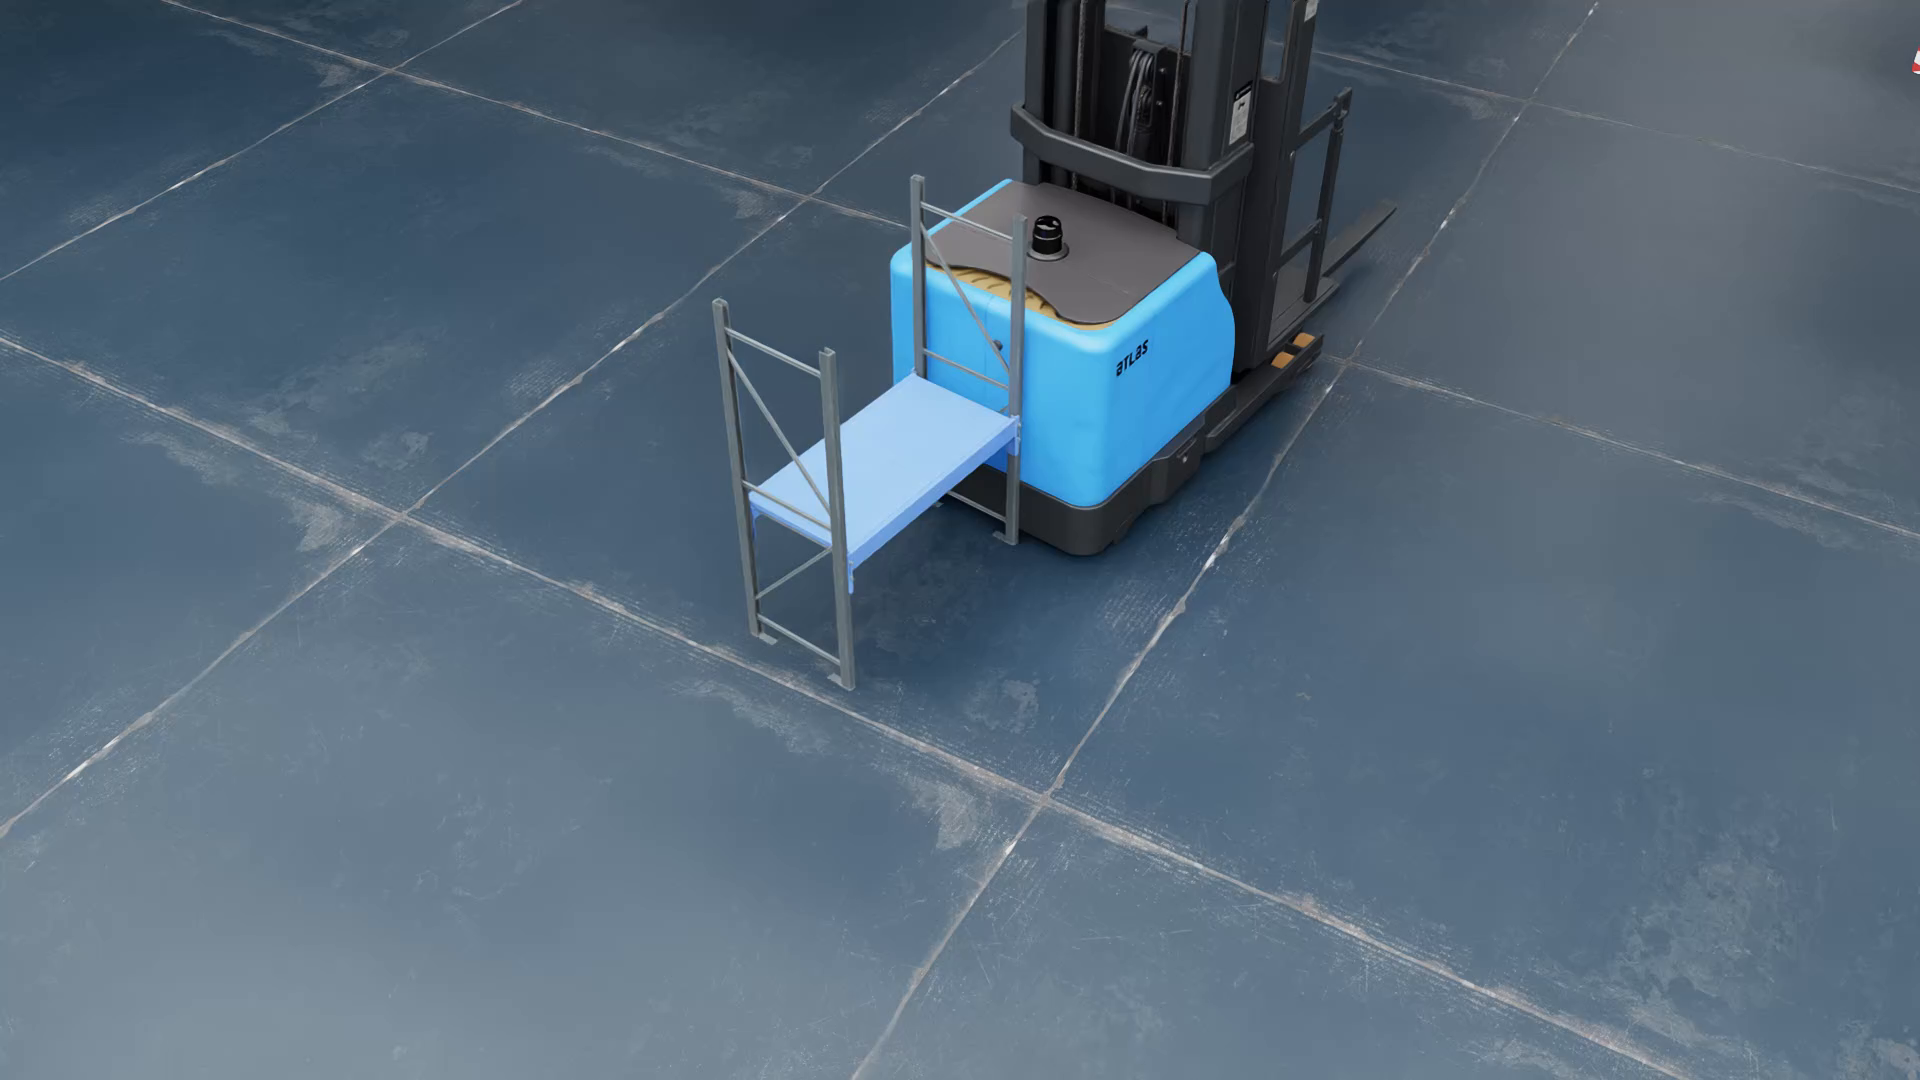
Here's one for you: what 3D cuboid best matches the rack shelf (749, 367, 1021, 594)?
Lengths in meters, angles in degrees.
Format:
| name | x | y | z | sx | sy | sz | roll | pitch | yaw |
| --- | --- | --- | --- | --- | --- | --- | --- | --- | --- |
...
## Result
| name | x | y | z | sx | sy | sz | roll | pitch | yaw |
| --- | --- | --- | --- | --- | --- | --- | --- | --- | --- |
| rack shelf | -0.282 | -0.243 | 6.163 | 0.538 | 0.185 | 1.000 | 27 | 48 | 27 |

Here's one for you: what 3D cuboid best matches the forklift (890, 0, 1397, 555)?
| name | x | y | z | sx | sy | sz | roll | pitch | yaw |
| --- | --- | --- | --- | --- | --- | --- | --- | --- | --- |
| forklift | 1.008 | -1.961 | 6.759 | 1.130 | 2.935 | 3.031 | 27 | 48 | 27 |

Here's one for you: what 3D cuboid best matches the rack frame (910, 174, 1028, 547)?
| name | x | y | z | sx | sy | sz | roll | pitch | yaw |
| --- | --- | --- | --- | --- | --- | --- | --- | --- | --- |
| rack frame | 0.028 | -0.644 | 6.347 | 0.500 | 1.500 | 0.032 | 27 | 48 | 27 |

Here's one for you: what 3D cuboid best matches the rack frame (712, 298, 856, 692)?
| name | x | y | z | sx | sy | sz | roll | pitch | yaw |
| --- | --- | --- | --- | --- | --- | --- | --- | --- | --- |
| rack frame | -0.592 | -0.112 | 5.742 | 0.500 | 1.500 | 0.032 | 27 | 48 | 27 |

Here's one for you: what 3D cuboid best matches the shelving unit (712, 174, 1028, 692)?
| name | x | y | z | sx | sy | sz | roll | pitch | yaw |
| --- | --- | --- | --- | --- | --- | --- | --- | --- | --- |
| shelving unit | -0.282 | -0.378 | 6.044 | 0.538 | 1.500 | 1.048 | 27 | 48 | 27 |
